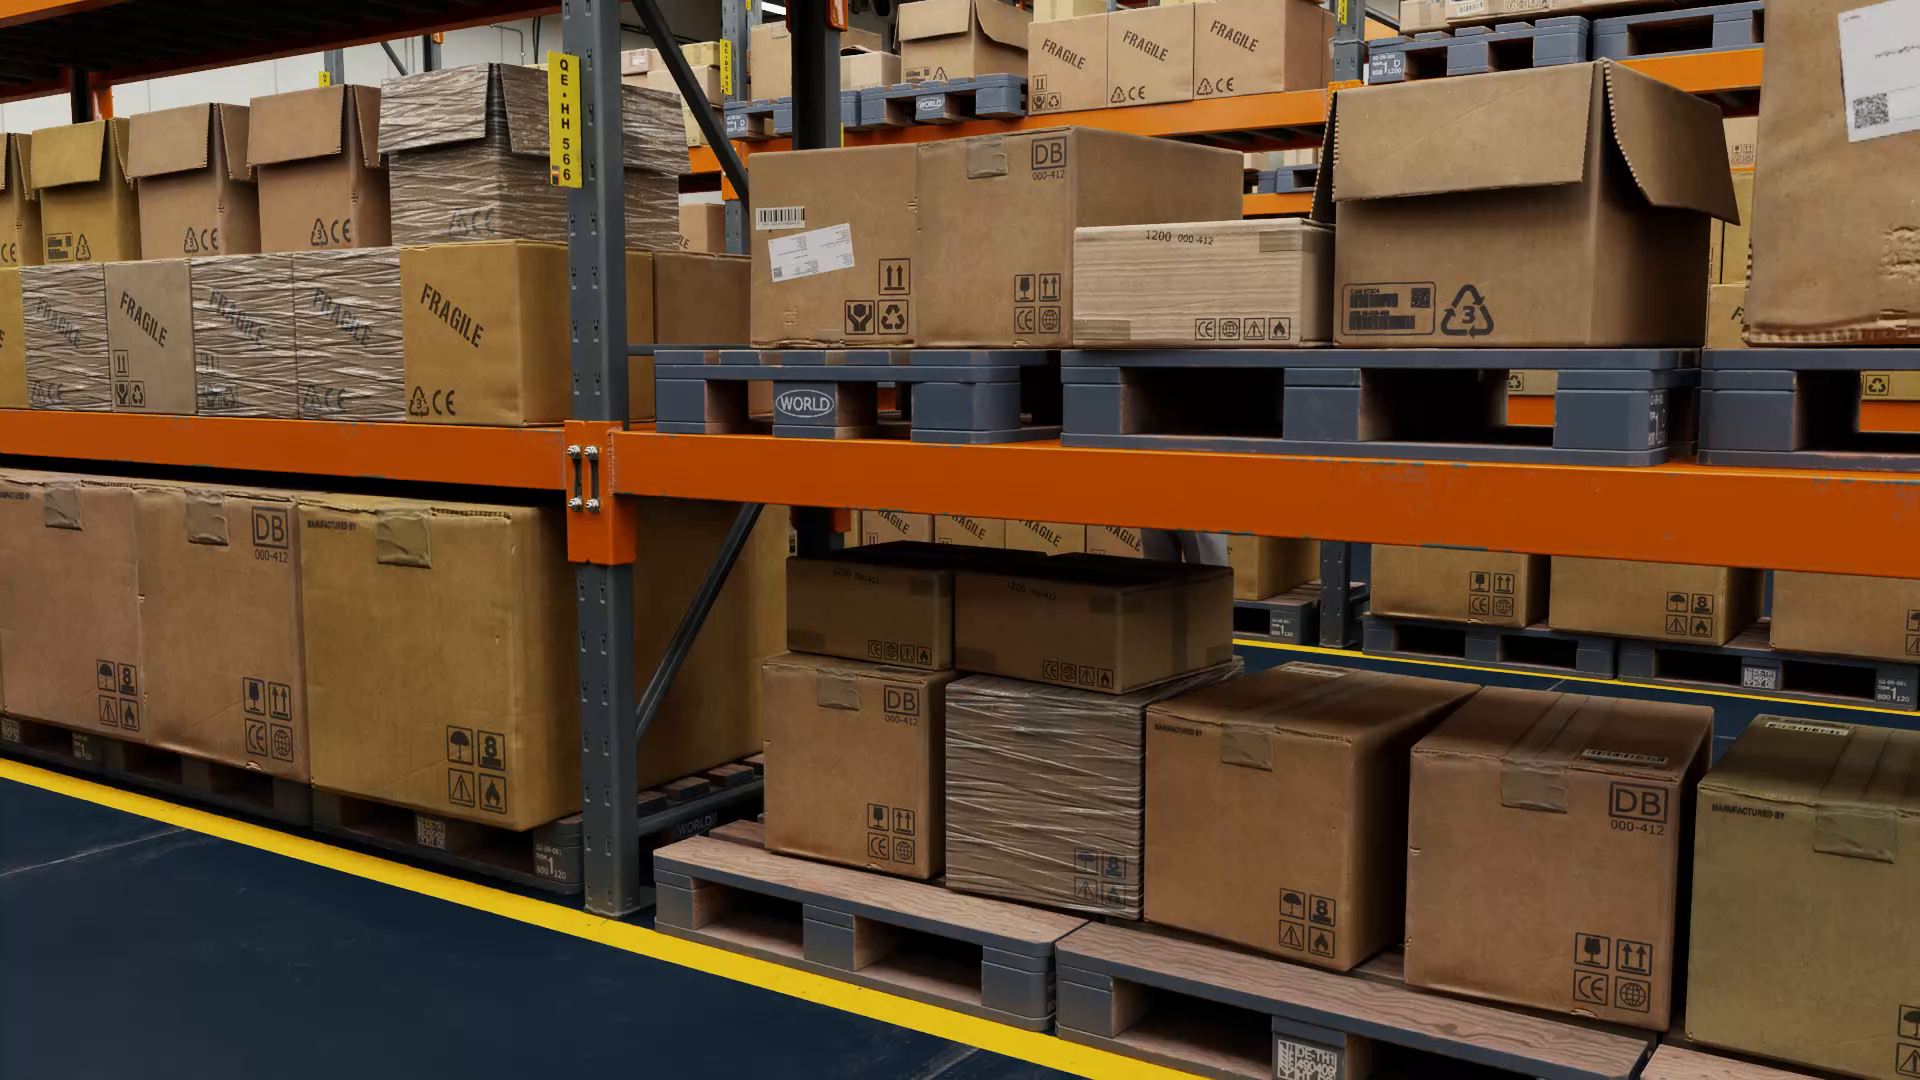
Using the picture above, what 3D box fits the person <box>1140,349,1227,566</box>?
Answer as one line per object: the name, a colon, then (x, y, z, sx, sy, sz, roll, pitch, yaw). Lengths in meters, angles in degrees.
person: (0.933, -0.095, 6.745, 0.459, 1.686, 0.555, 4, 8, 34)
